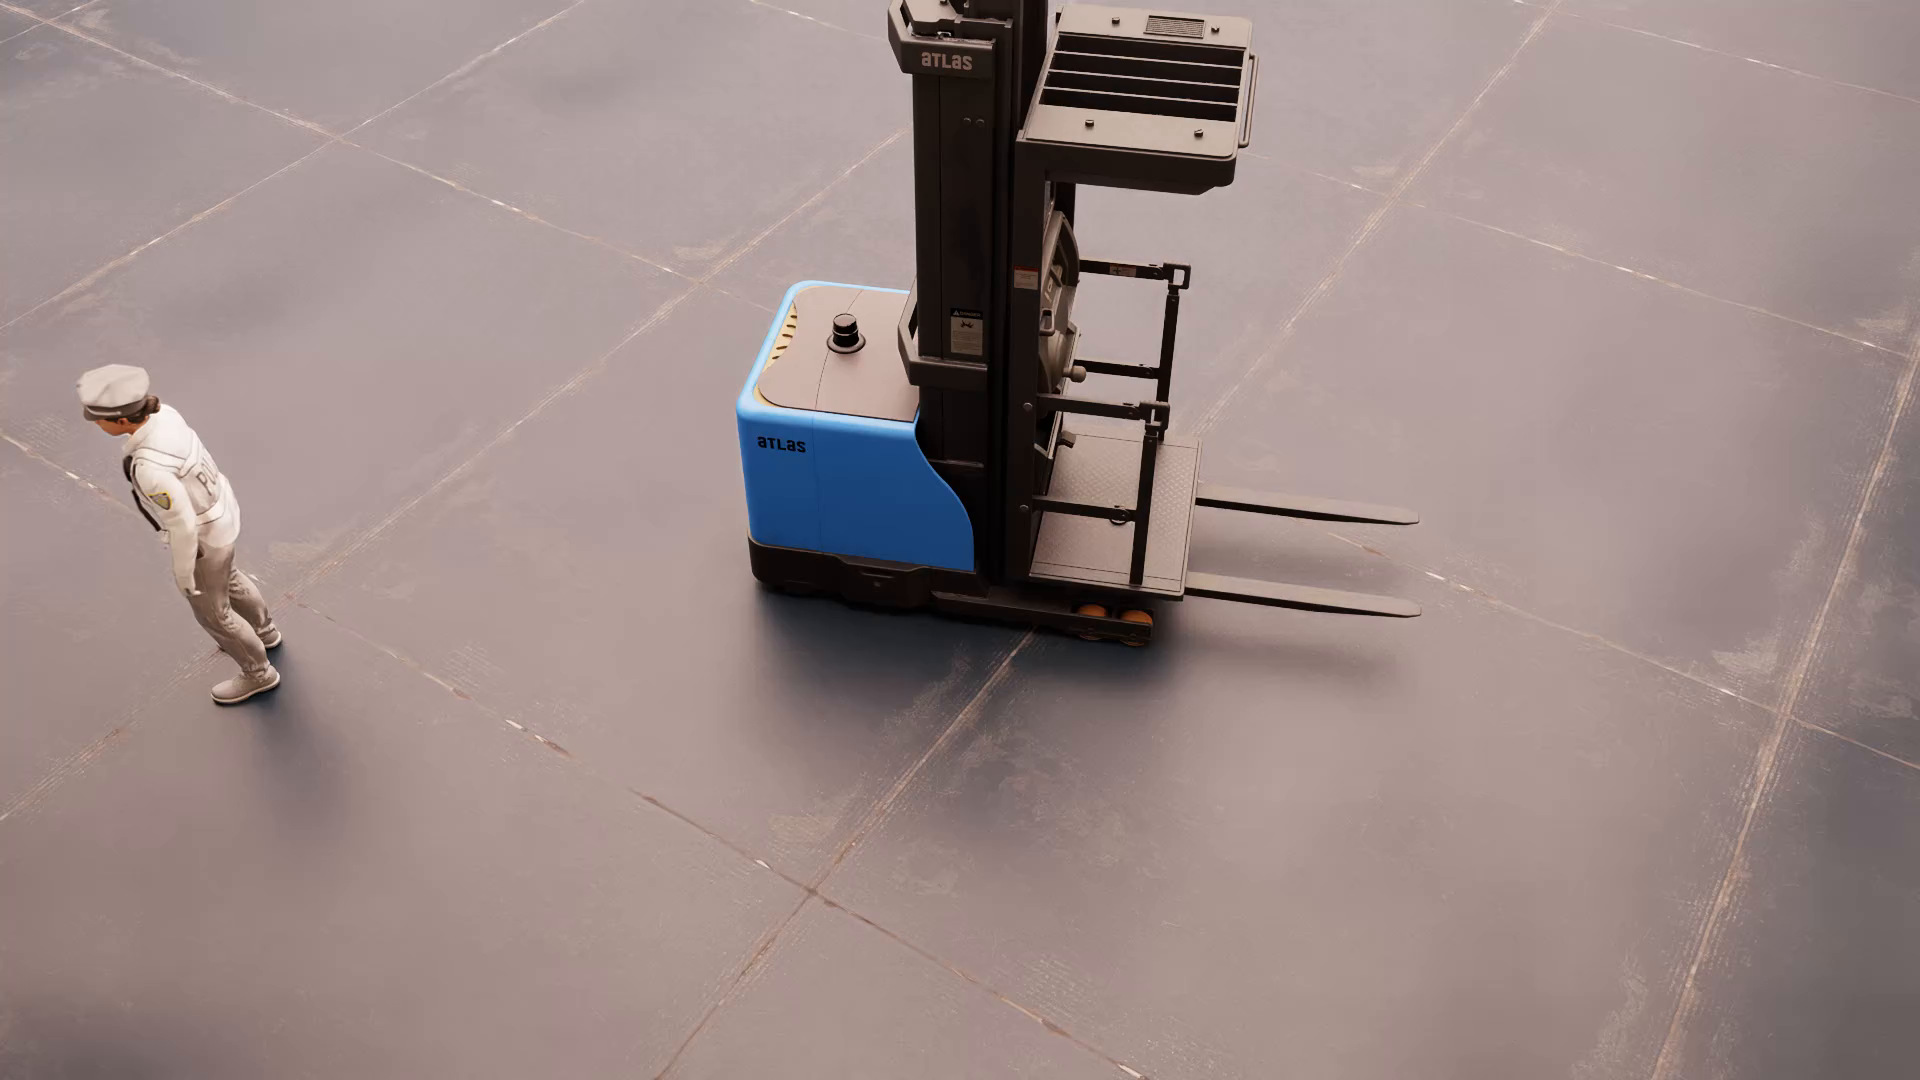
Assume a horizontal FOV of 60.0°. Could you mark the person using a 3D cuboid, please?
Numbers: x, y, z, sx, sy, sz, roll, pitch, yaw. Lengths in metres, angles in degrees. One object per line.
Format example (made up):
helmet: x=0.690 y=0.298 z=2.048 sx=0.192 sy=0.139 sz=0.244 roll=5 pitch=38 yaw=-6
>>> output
person: x=-3.126 y=-0.018 z=6.791 sx=0.375 sy=1.664 sz=0.540 roll=-10 pitch=44 yaw=-11

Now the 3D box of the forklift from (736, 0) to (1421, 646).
forklift: x=0.598 y=-0.987 z=6.890 sx=3.031 sy=2.935 sz=1.130 roll=7 pitch=44 yaw=8
